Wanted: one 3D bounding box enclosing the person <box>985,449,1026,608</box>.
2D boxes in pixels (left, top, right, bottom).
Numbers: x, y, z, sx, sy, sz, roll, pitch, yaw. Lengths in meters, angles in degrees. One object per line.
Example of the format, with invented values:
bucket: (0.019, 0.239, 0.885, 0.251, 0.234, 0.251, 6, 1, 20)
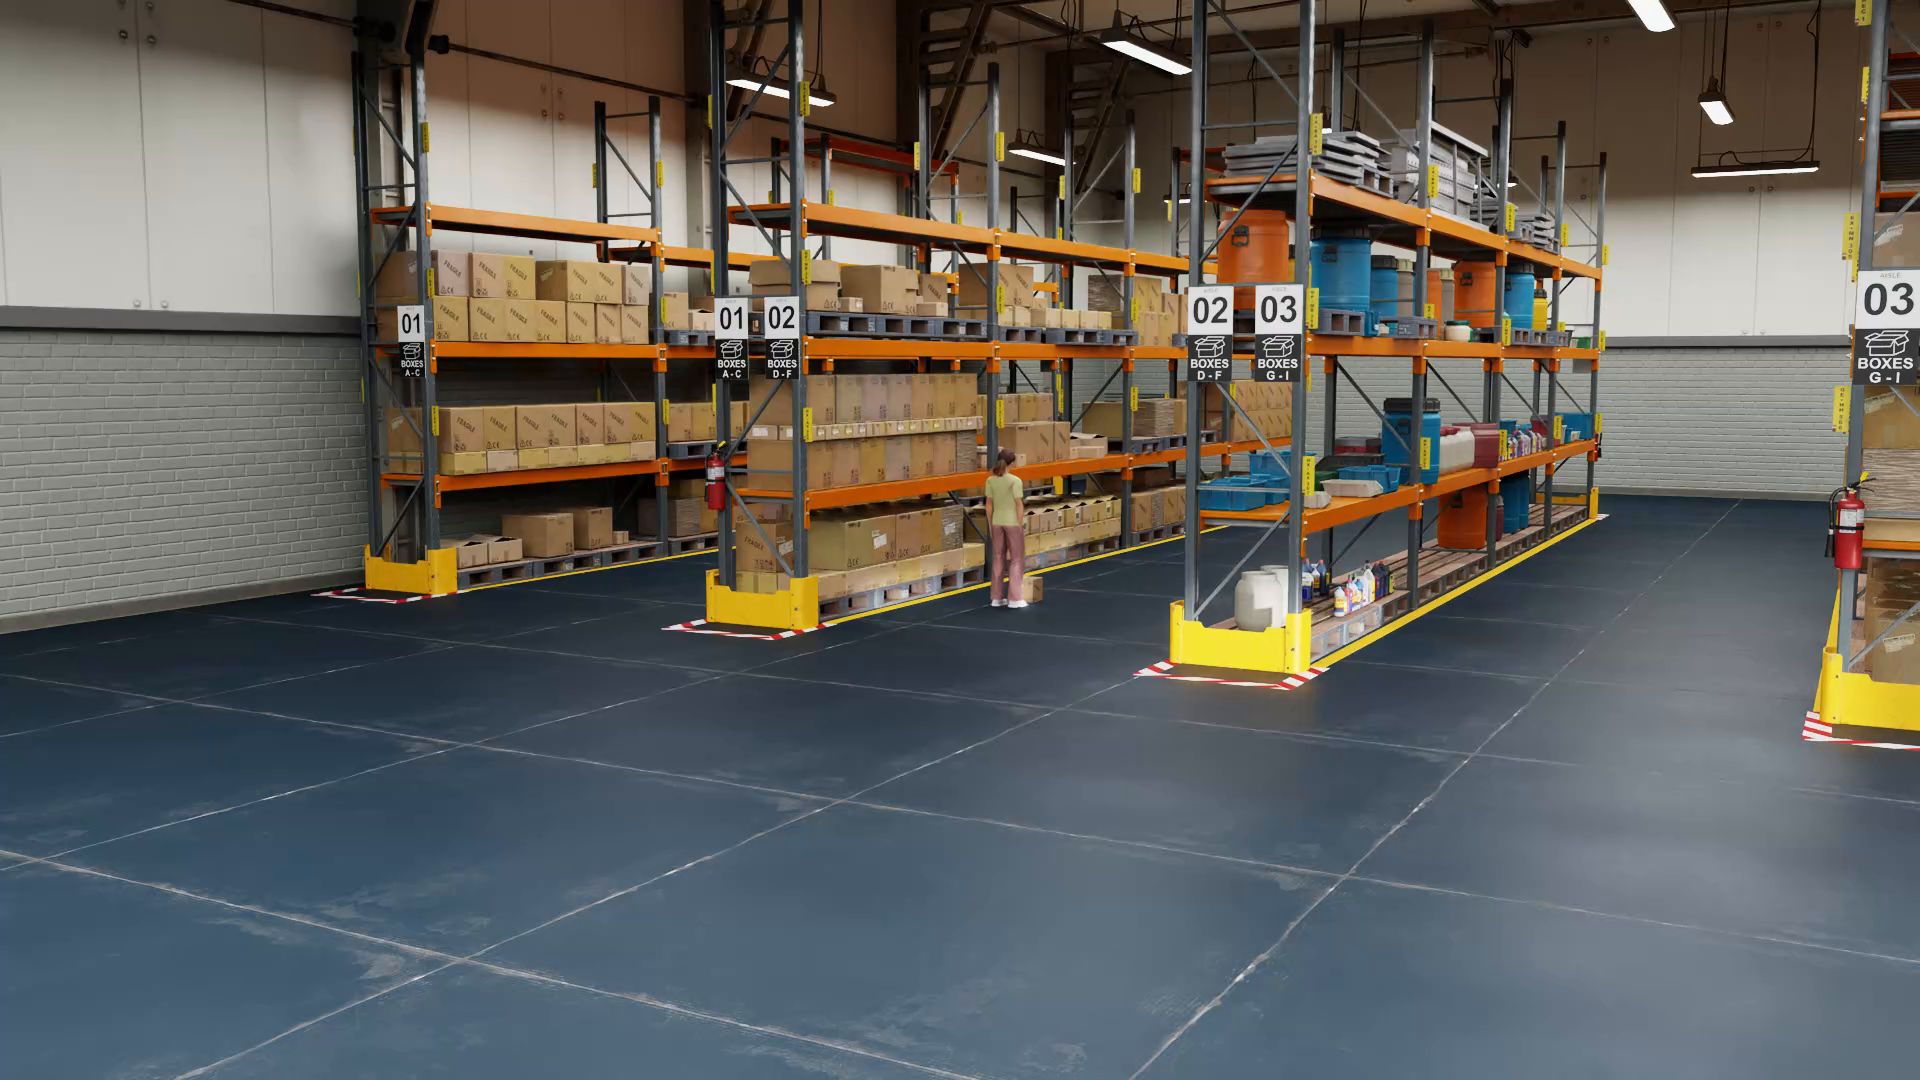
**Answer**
person: (0.478, -0.122, 17.546, 0.449, 1.669, 0.359, 3, 7, 30)
